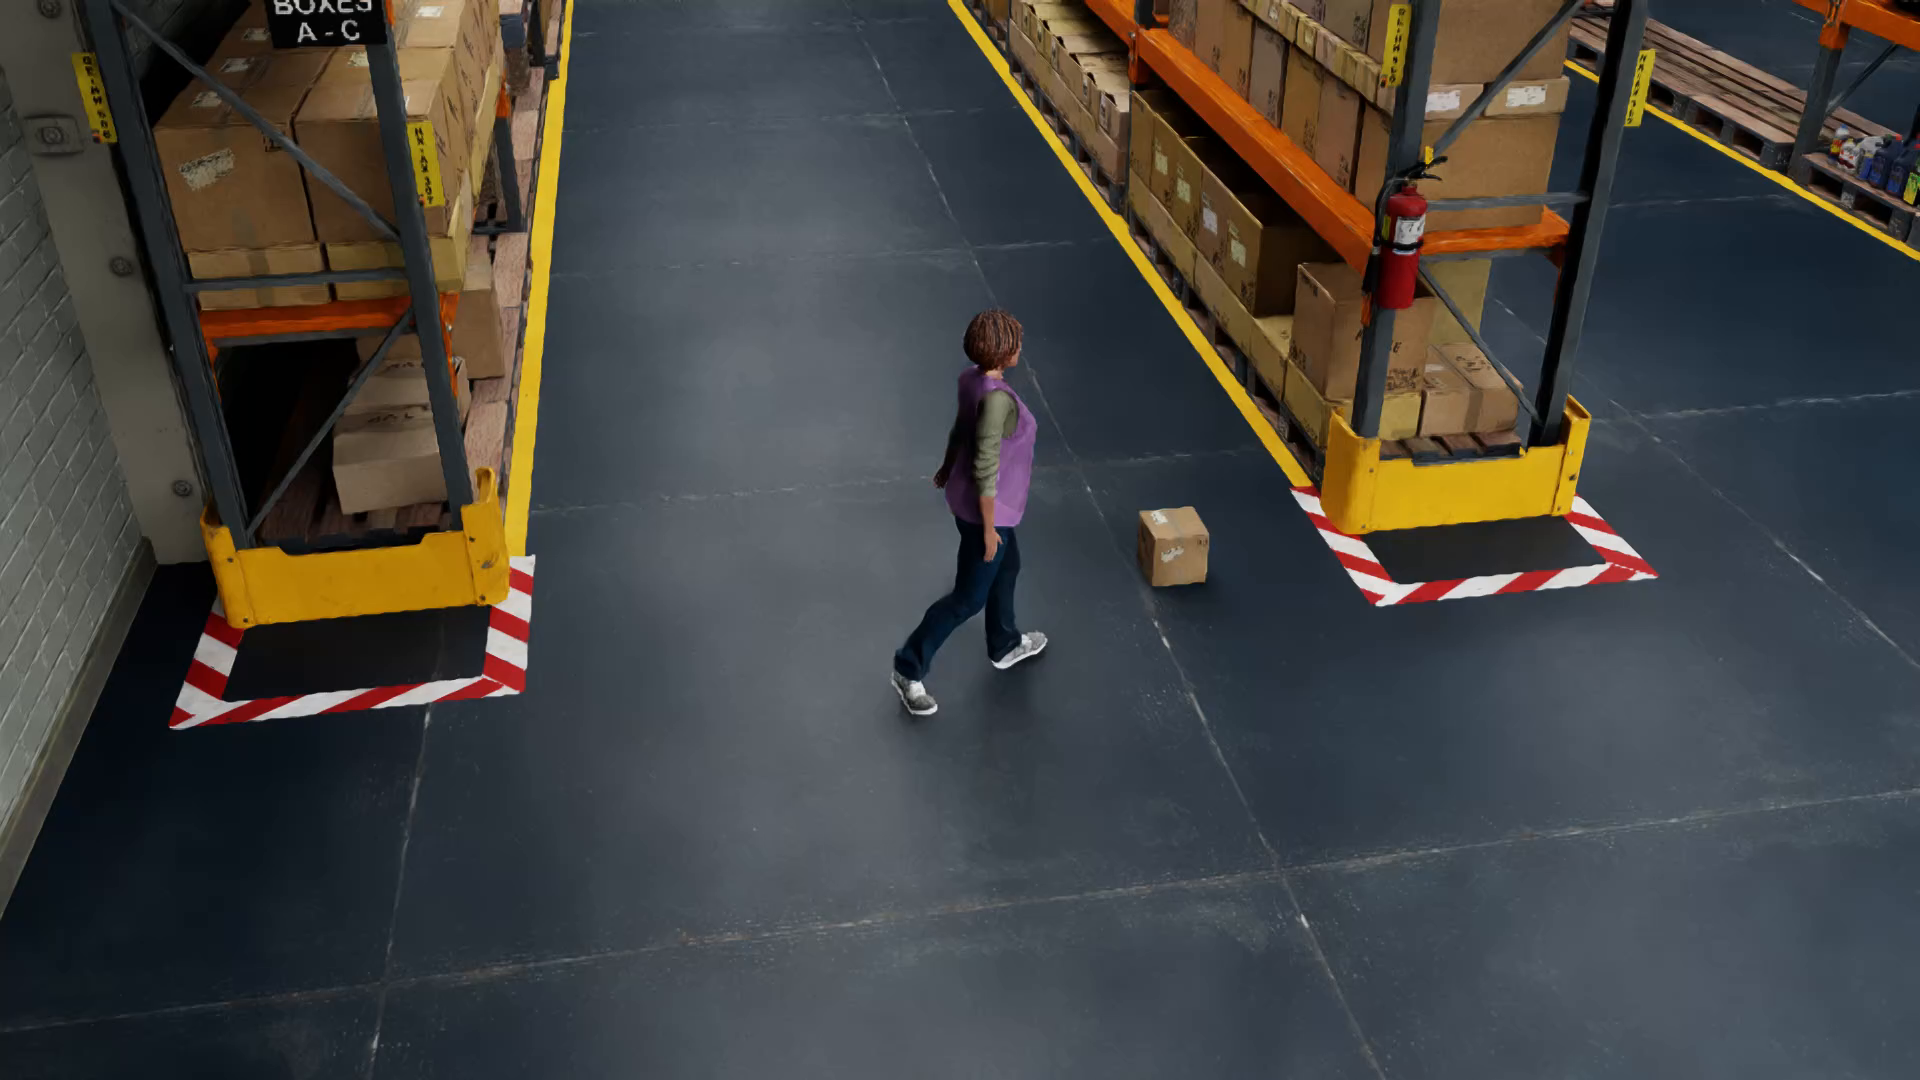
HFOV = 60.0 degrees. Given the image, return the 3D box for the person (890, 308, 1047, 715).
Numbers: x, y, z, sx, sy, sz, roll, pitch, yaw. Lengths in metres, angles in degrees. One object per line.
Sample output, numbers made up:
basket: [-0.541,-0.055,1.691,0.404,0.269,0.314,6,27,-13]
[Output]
person: [0.036,-0.143,6.388,0.708,1.566,0.684,-7,32,-12]
